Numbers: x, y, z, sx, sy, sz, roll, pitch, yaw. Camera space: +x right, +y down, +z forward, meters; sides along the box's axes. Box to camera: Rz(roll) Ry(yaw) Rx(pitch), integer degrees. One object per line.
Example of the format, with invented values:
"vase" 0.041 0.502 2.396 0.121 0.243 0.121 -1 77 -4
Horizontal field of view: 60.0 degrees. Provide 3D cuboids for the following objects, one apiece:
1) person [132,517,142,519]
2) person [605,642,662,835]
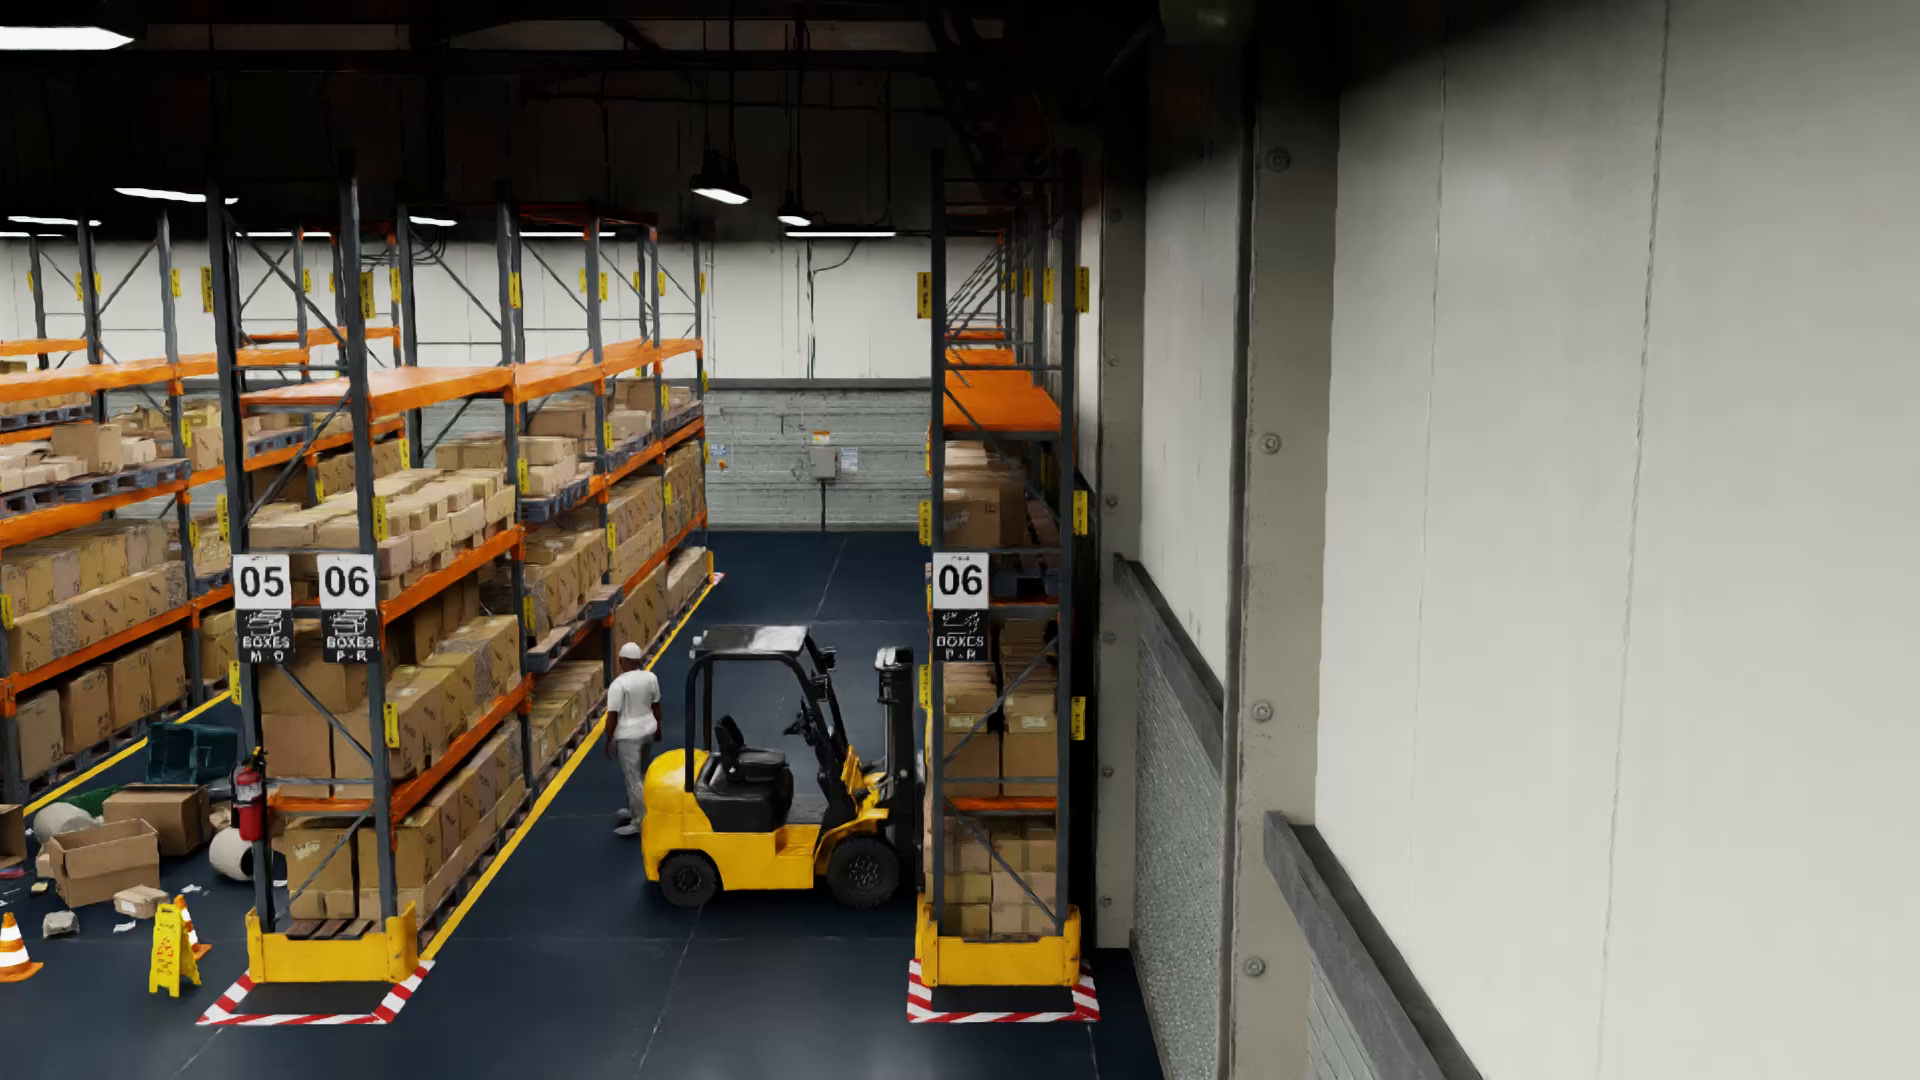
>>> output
"person" -12.153 0.431 24.714 0.497 1.583 1.070 0 9 2
"person" -3.068 1.812 15.539 0.580 1.763 0.673 6 11 32
